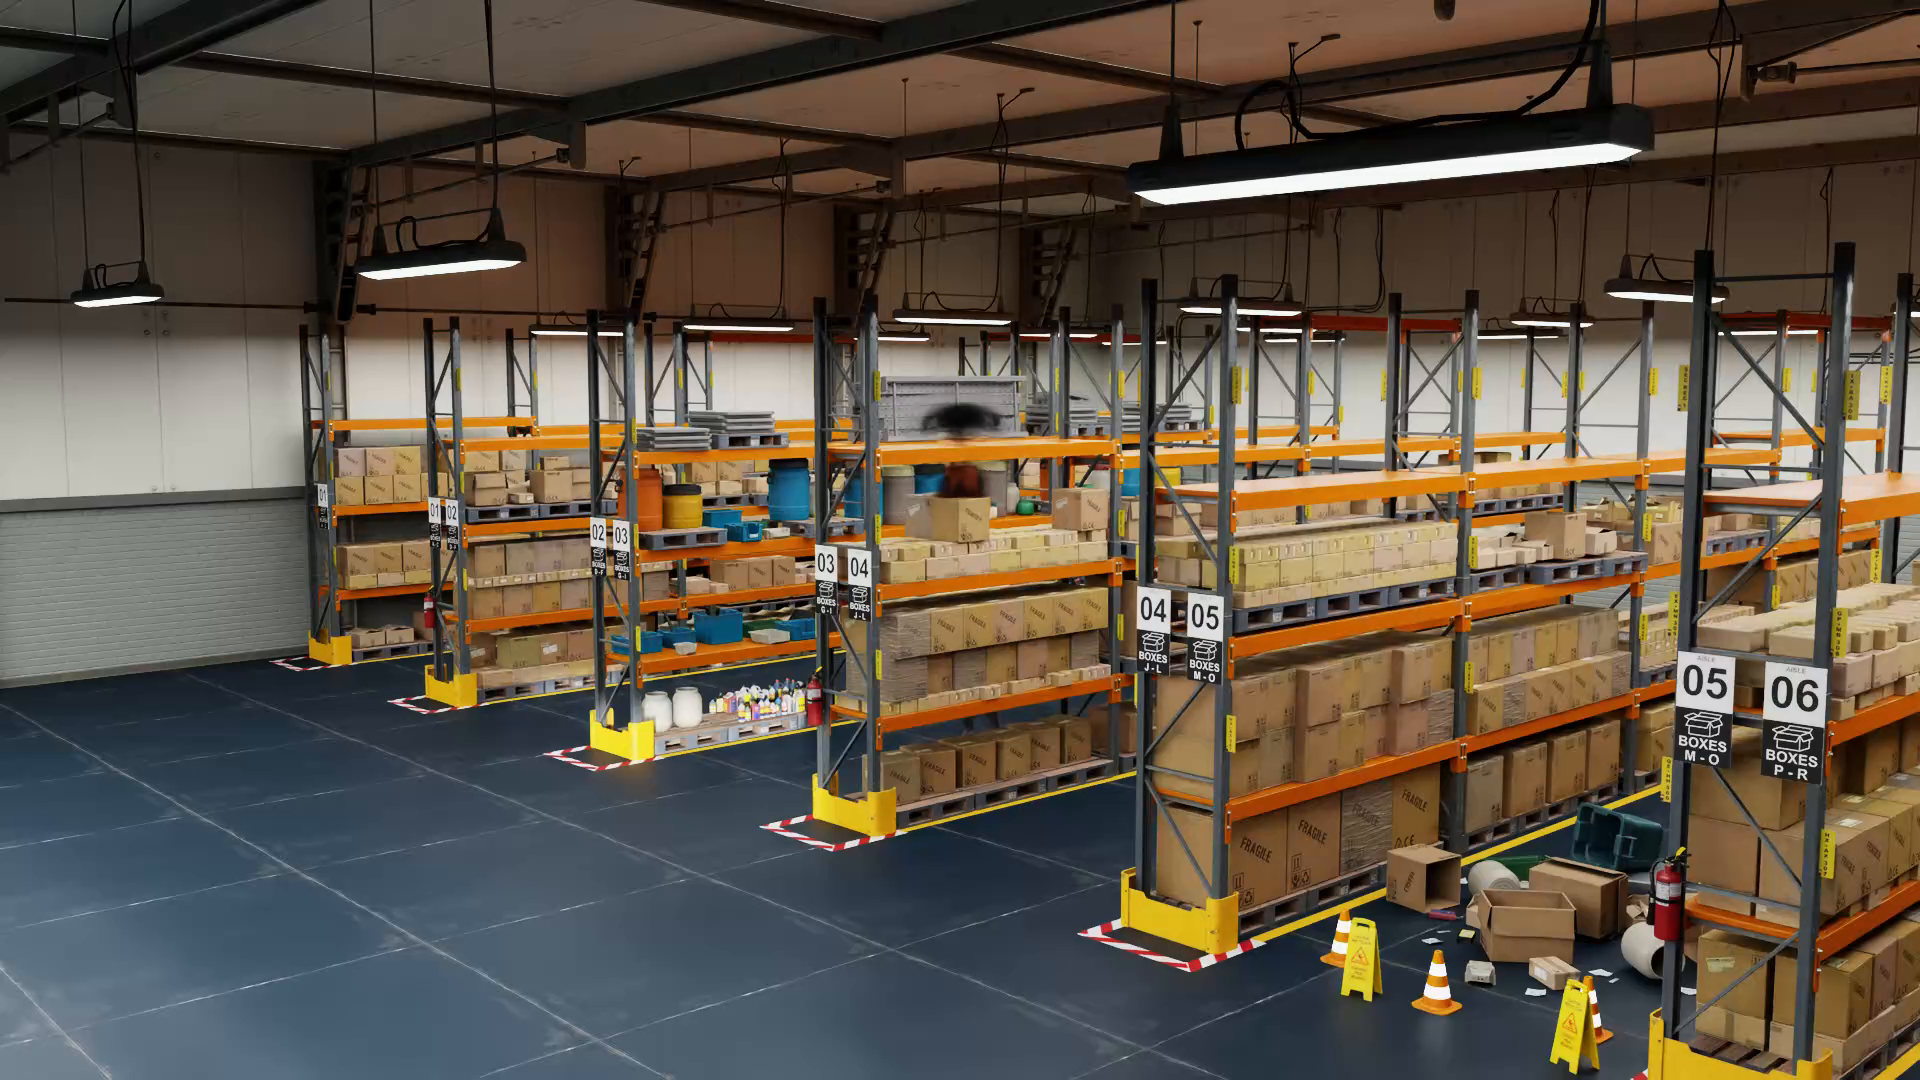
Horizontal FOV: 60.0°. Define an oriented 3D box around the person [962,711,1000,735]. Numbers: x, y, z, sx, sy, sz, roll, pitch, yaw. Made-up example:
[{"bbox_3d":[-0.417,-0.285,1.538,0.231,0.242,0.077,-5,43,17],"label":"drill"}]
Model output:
[{"bbox_3d":[0.323,1.993,23.447,0.590,1.695,0.668,5,8,41],"label":"person"}]
